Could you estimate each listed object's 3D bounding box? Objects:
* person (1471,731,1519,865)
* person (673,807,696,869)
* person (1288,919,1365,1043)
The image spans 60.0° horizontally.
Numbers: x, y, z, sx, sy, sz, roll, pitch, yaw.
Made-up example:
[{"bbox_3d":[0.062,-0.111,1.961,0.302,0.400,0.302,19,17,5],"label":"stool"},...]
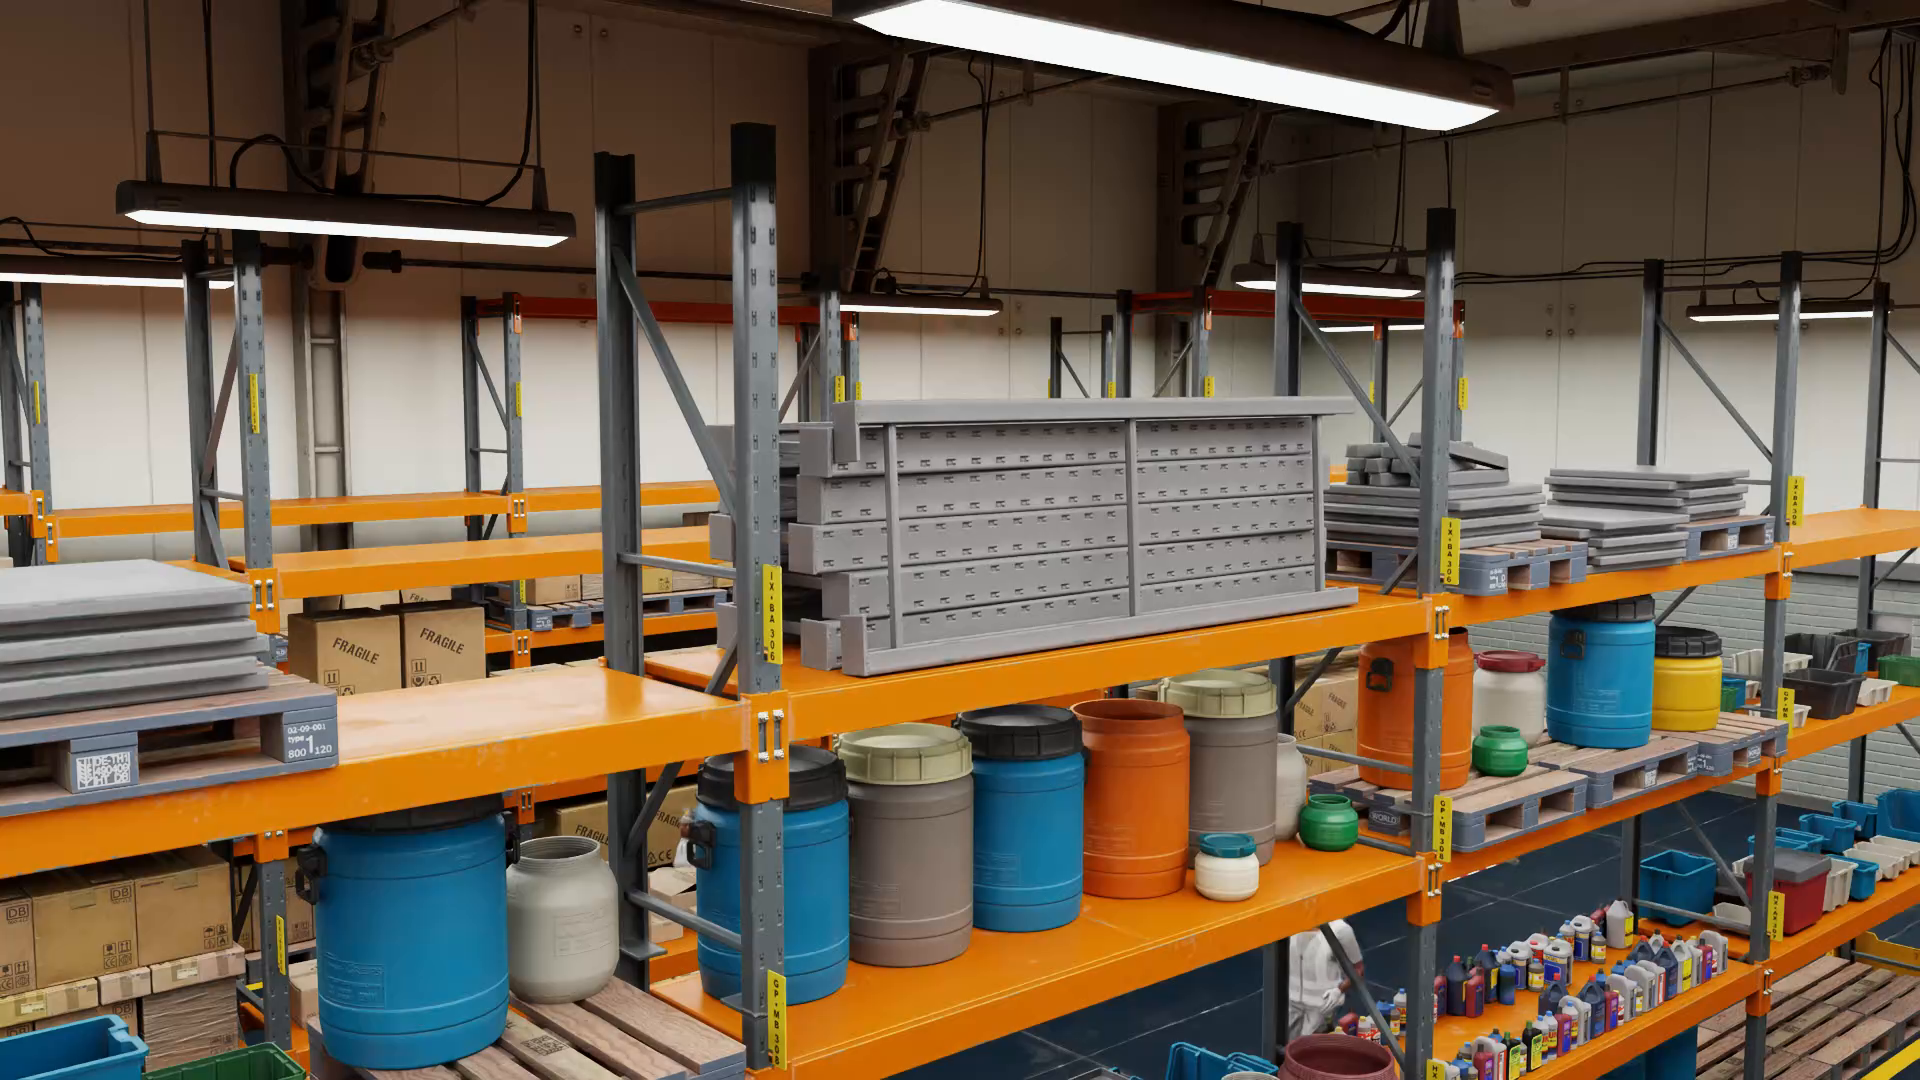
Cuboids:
[{"bbox_3d":[5.745,2.605,18.011,0.717,1.791,0.701,-3,6,-26],"label":"person"},{"bbox_3d":[-2.190,3.033,13.952,0.588,1.658,0.546,5,7,42],"label":"person"},{"bbox_3d":[2.493,3.200,11.634,0.597,1.737,0.665,-5,8,-45],"label":"person"}]
